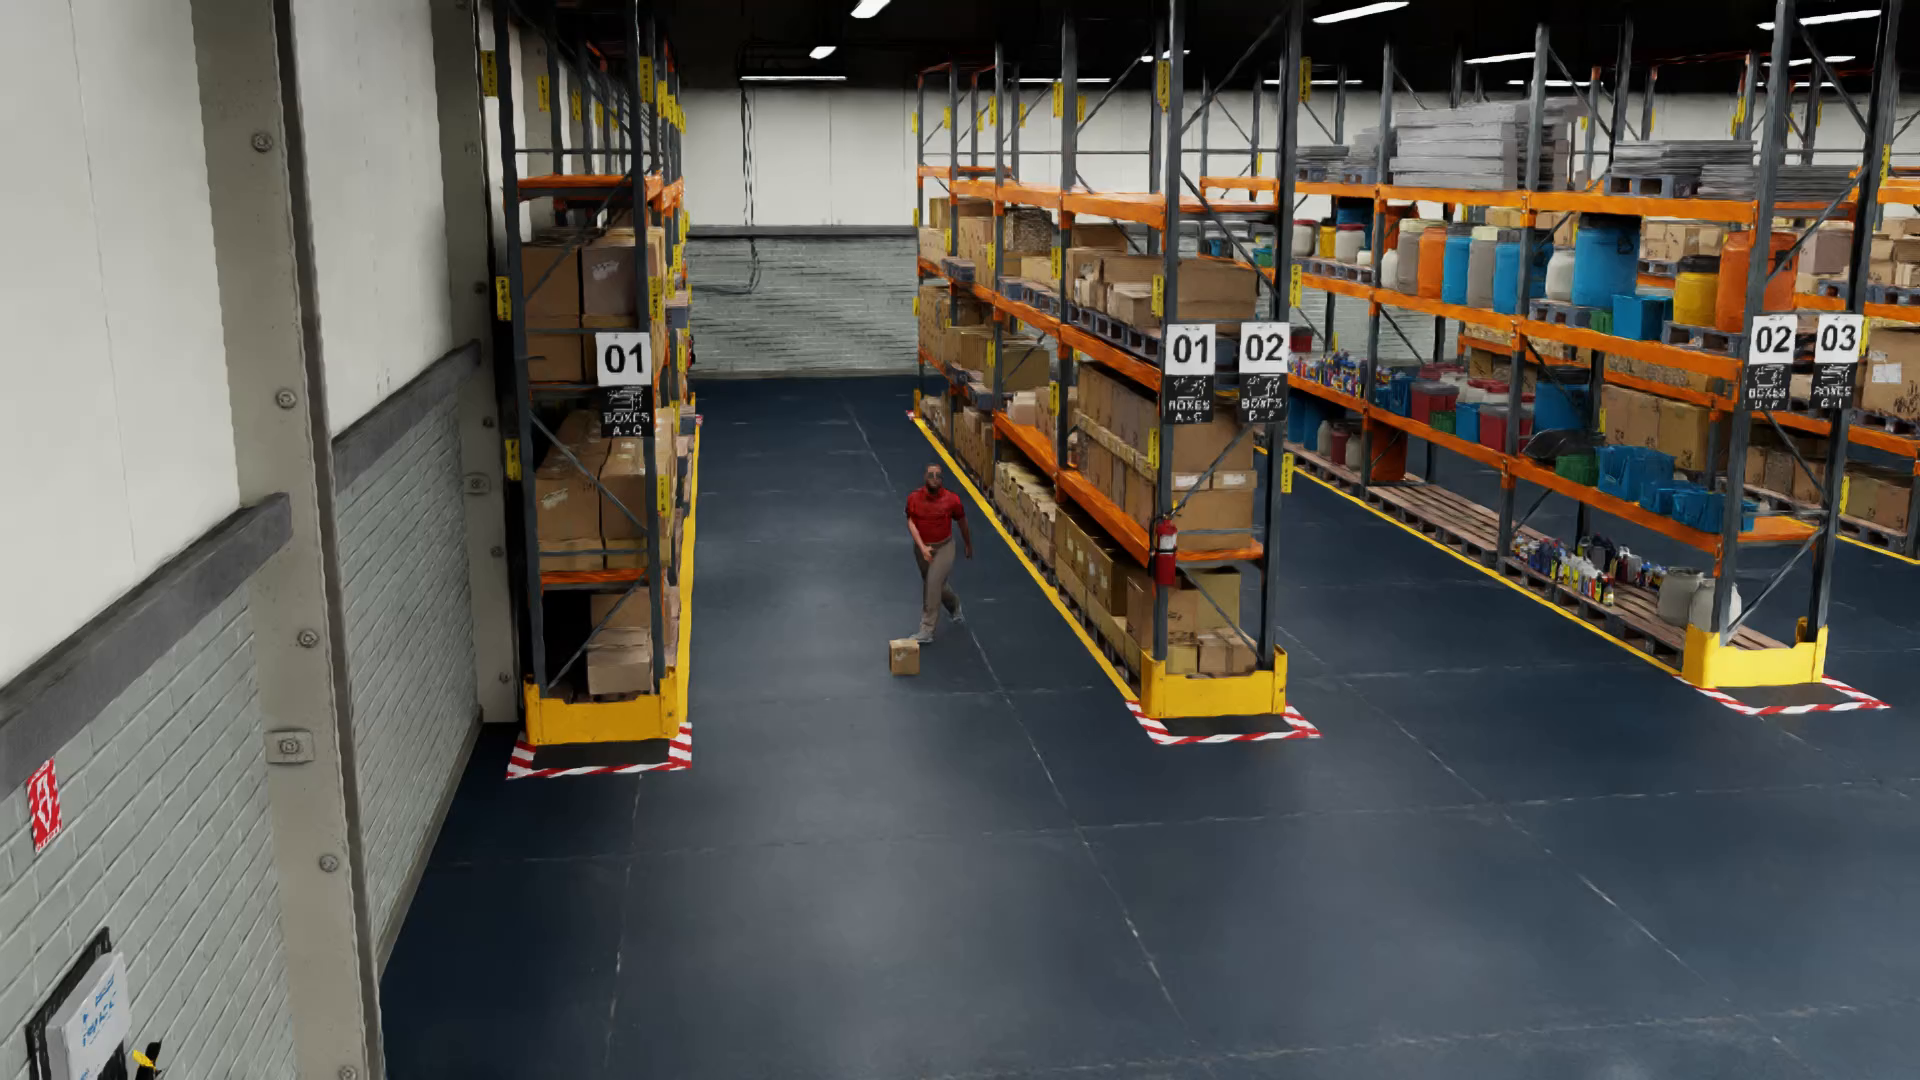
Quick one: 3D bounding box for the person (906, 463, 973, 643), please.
[{"bbox_3d":[-0.218,0.086,15.724,0.519,1.673,1.022,5,14,22],"label":"person"}]
